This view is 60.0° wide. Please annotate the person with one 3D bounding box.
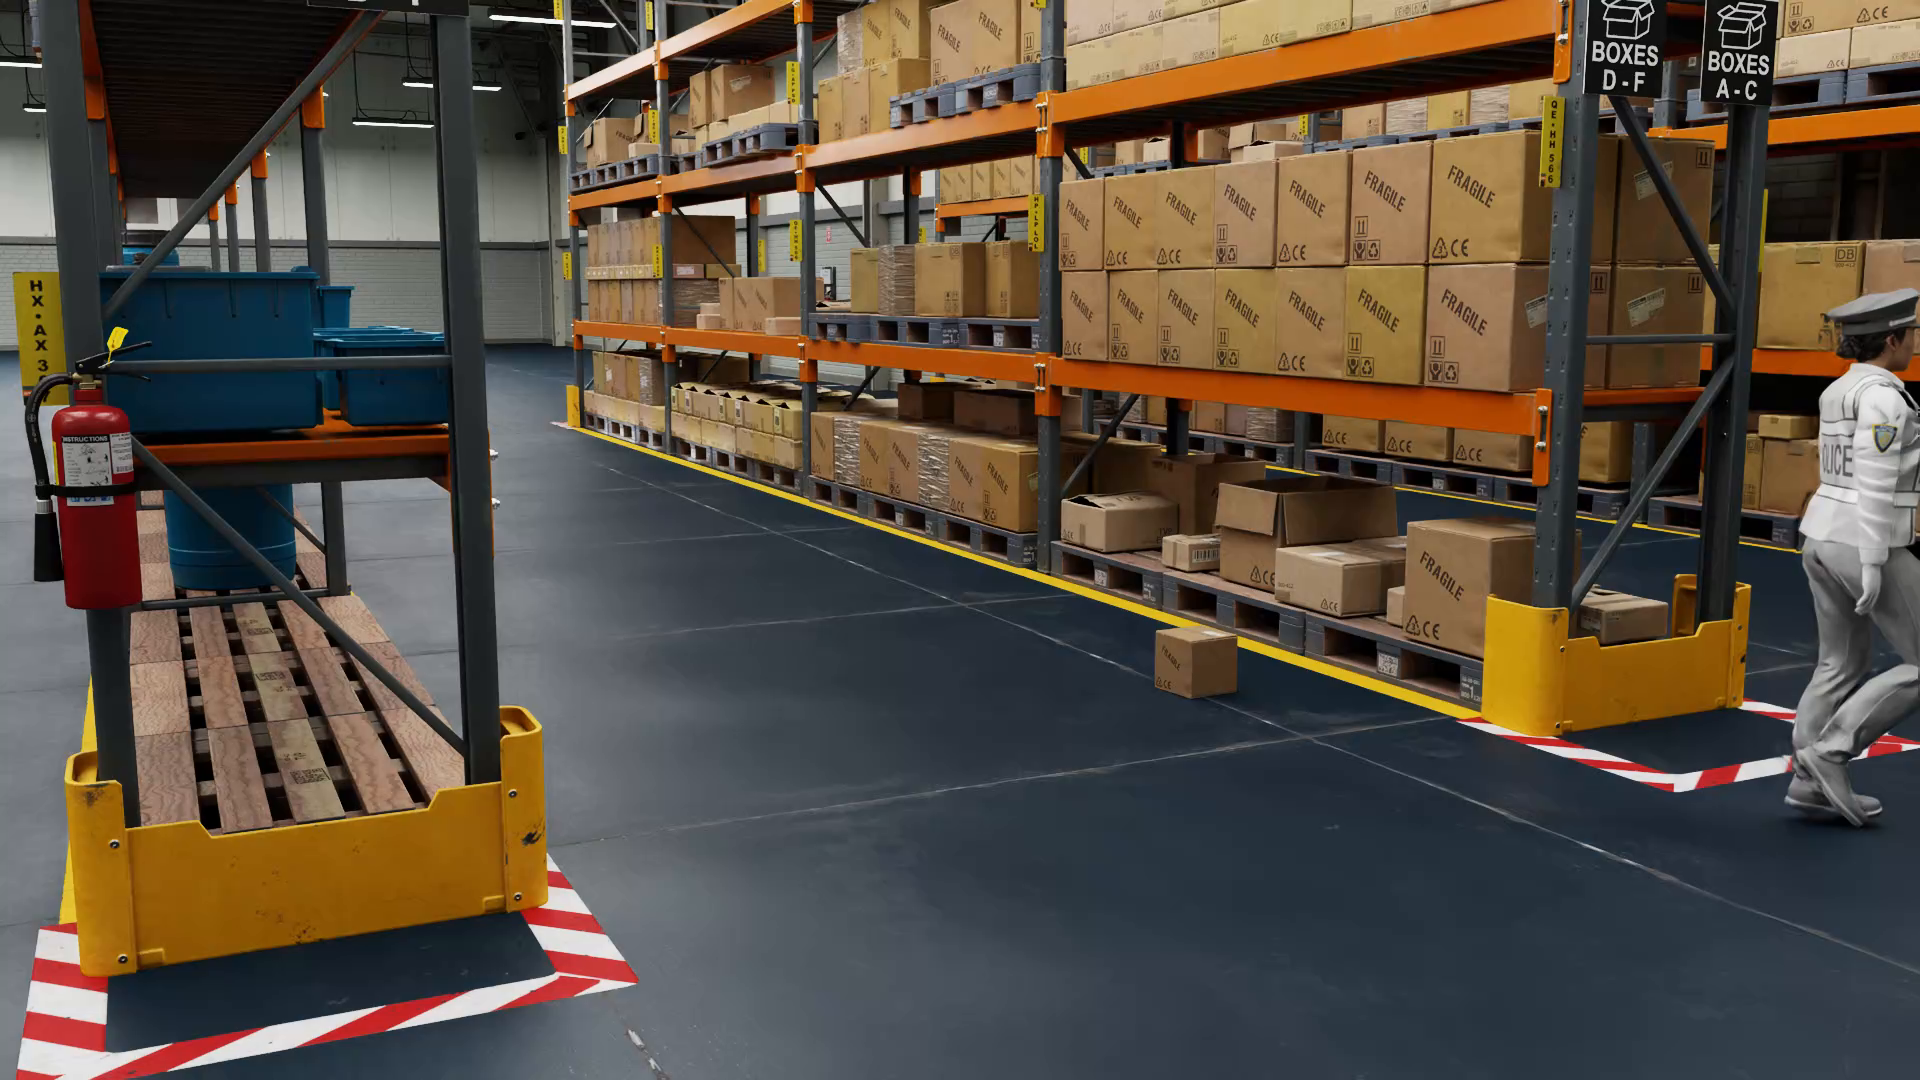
[{"bbox_3d":[2.868,0.046,5.275,0.418,1.679,0.512,1,9,6],"label":"person"}]
